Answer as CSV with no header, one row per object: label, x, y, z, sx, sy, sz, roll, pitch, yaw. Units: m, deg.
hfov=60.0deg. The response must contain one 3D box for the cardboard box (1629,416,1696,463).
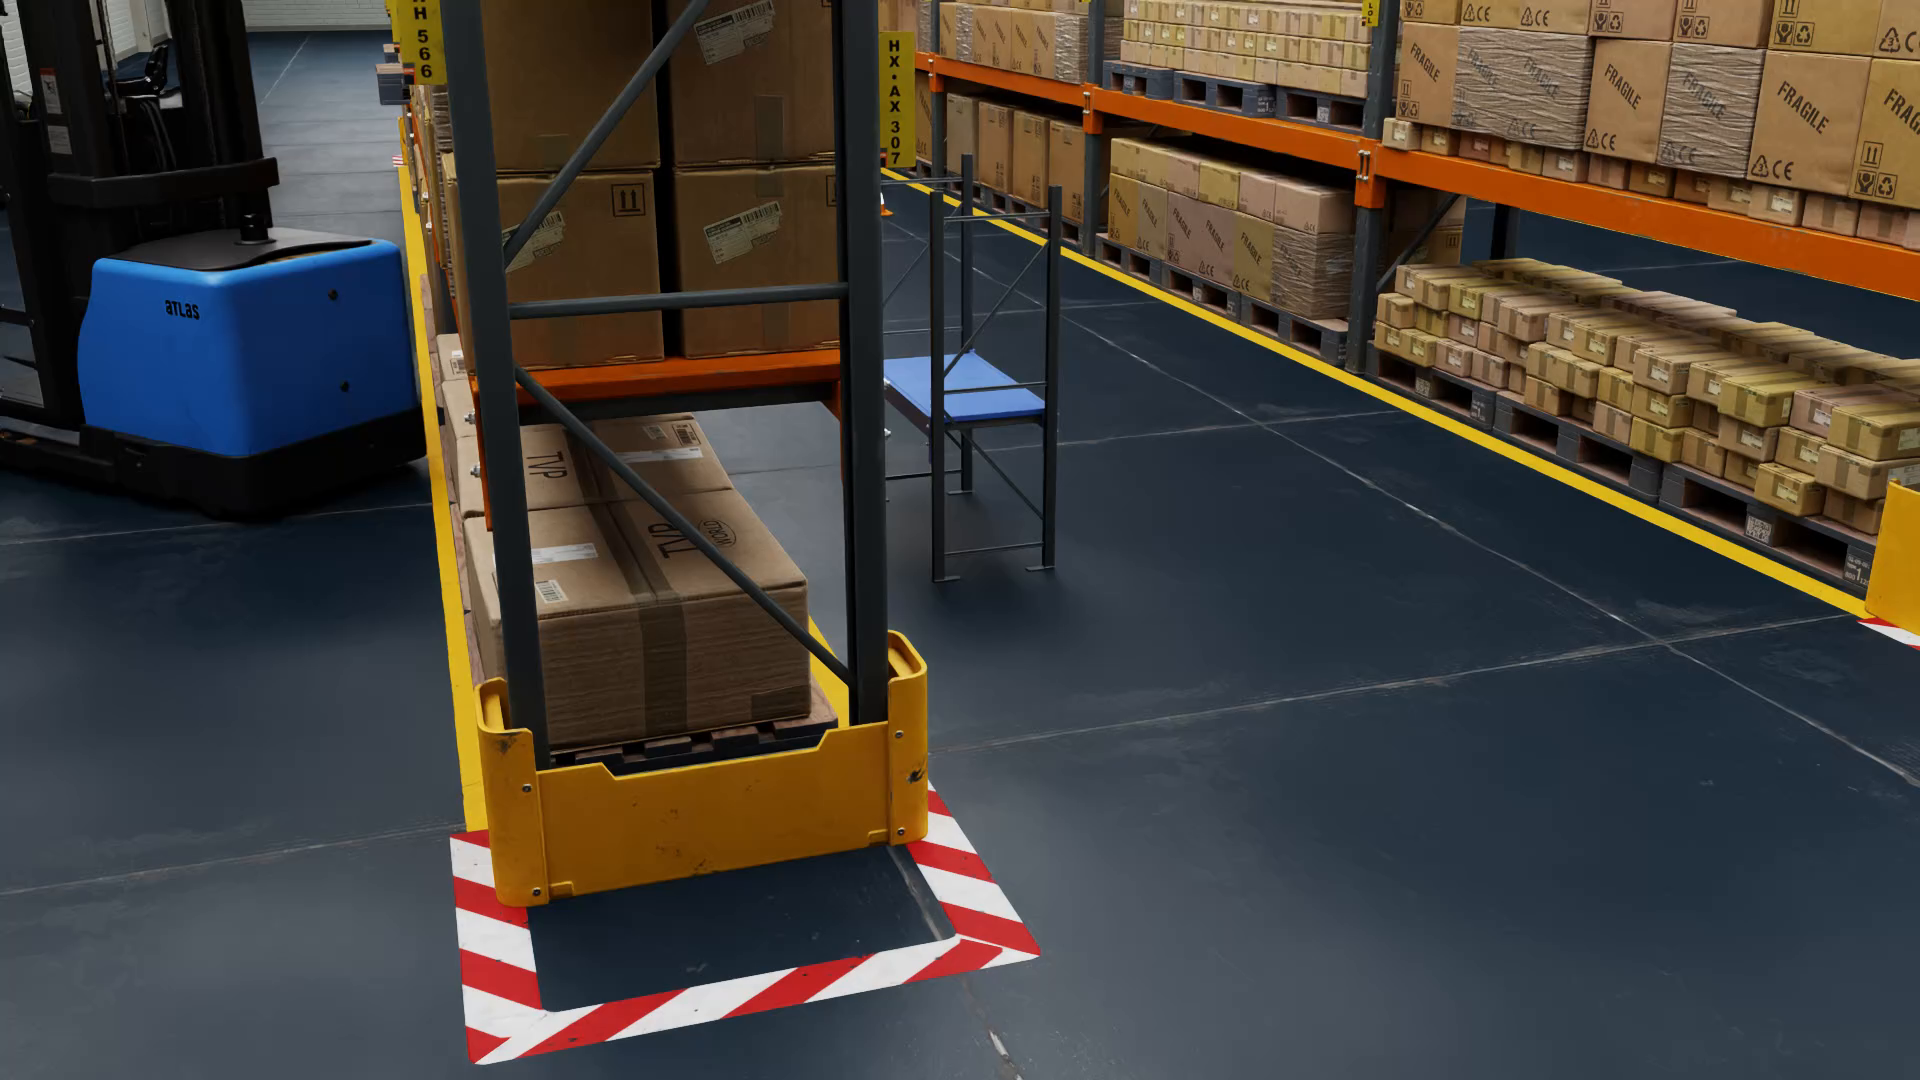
cardboard box,3.208,-0.463,7.365,0.380,0.149,0.250,-7,21,-20

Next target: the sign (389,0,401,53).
sign,-2.457,-2.314,7.325,0.100,0.325,0.005,-6,21,-17

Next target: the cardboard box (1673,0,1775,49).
cardboard box,3.268,-2.248,6.671,0.500,0.500,0.500,-5,20,-14

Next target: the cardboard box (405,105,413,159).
cardboard box,-4.900,-3.852,15.541,0.500,0.500,0.500,-7,21,-18

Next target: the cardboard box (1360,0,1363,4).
cardboard box,4.865,-5.825,18.109,0.875,0.500,0.500,-6,21,-17

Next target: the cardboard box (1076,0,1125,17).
cardboard box,1.333,-4.372,13.023,0.700,0.500,0.500,-7,21,-17

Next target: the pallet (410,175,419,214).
pallet,-4.704,-3.334,15.885,1.003,0.211,1.213,-6,21,-17

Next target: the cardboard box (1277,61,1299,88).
cardboard box,2.172,-2.855,10.178,0.380,0.149,0.250,-7,21,-20

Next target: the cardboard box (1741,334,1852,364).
cardboard box,3.744,-0.813,7.458,0.380,0.149,0.250,-6,20,-15

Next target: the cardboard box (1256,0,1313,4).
cardboard box,2.301,-3.710,11.677,0.380,0.149,0.250,-6,21,-16

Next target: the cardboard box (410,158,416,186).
cardboard box,-4.901,-3.499,15.667,0.500,0.250,0.500,-5,20,-15

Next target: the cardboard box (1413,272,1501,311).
cardboard box,2.664,-1.334,8.909,0.380,0.149,0.250,-5,20,-15

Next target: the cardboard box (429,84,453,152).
cardboard box,-1.258,-1.395,4.736,0.500,0.500,0.500,-6,21,-17

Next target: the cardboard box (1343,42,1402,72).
cardboard box,2.410,-2.751,9.450,0.380,0.149,0.250,-6,21,-16

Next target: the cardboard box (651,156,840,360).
cardboard box,-0.566,-0.815,4.600,0.500,0.500,0.500,-7,21,-18

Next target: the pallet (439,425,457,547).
pallet,-1.780,-0.302,7.446,1.003,0.211,1.213,-6,21,-17

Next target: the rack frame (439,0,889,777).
rack frame,-0.688,-0.583,4.103,1.000,3.000,0.127,-6,21,-17

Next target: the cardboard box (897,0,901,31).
cardboard box,-0.172,-5.540,17.682,0.875,0.550,0.550,-6,21,-17

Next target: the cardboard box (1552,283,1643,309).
cardboard box,3.292,-1.226,8.609,0.380,0.149,0.250,-6,21,-15

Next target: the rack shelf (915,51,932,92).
rack shelf,-0.421,-5.296,18.287,1.077,0.370,4.000,-6,21,-17

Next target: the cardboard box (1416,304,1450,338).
cardboard box,2.697,-1.199,8.974,0.380,0.149,0.250,-6,21,-17

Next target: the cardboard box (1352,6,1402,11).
cardboard box,2.706,-3.294,10.520,0.380,0.149,0.250,-7,21,-18

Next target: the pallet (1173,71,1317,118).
pallet,2.126,-2.988,11.081,1.003,0.211,1.213,-6,21,-17

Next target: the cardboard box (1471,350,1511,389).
cardboard box,2.870,-0.895,8.566,0.380,0.149,0.250,-7,21,-18

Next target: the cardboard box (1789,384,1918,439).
cardboard box,3.548,-0.507,6.608,0.380,0.149,0.250,-6,21,-16

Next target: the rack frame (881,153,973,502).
rack frame,-0.187,-0.896,7.193,0.500,1.500,0.032,-6,21,-17

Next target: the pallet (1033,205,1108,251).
pallet,1.289,-2.658,14.003,1.003,0.211,1.213,-6,21,-17

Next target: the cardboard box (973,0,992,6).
cardboard box,0.533,-5.187,15.292,0.700,0.500,0.500,-7,21,-18

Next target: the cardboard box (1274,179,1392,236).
cardboard box,2.248,-2.012,10.047,0.500,0.250,0.500,-7,21,-19

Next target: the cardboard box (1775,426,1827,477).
cardboard box,3.512,-0.366,6.655,0.380,0.149,0.250,-7,21,-18

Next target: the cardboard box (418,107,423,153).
cardboard box,-2.484,-2.077,8.484,0.500,0.250,0.500,-7,21,-18

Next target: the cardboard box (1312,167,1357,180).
cardboard box,2.571,-2.235,10.670,0.500,0.250,0.500,-6,21,-16

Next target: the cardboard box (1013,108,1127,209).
cardboard box,1.081,-3.333,14.465,1.050,0.750,0.750,-6,21,-16

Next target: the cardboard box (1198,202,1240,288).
cardboard box,1.933,-1.987,11.088,0.500,0.500,0.500,-7,21,-18

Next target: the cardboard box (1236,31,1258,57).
cardboard box,1.992,-3.174,10.626,0.380,0.149,0.250,-6,21,-17

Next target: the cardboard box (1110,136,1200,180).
cardboard box,1.452,-2.836,12.342,0.500,0.250,0.500,-7,21,-20

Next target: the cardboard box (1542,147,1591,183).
cardboard box,2.961,-1.764,7.762,0.380,0.149,0.250,-5,20,-15

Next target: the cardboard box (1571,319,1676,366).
cardboard box,3.101,-0.924,7.769,0.380,0.149,0.250,-6,21,-17

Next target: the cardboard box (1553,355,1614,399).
cardboard box,3.027,-0.778,7.800,0.380,0.149,0.250,-6,21,-17

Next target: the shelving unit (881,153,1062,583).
shelving unit,-0.027,-0.733,6.739,0.538,1.500,1.048,-6,21,-17

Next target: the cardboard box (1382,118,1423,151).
cardboard box,2.501,-2.181,8.924,0.380,0.149,0.250,-6,21,-15

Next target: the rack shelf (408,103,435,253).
rack shelf,-2.574,-2.170,9.585,1.077,0.370,4.000,-6,21,-17

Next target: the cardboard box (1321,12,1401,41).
cardboard box,2.326,-2.979,9.643,0.380,0.149,0.250,-7,21,-19

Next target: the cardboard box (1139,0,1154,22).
cardboard box,1.513,-3.814,11.967,0.380,0.149,0.250,-7,21,-19

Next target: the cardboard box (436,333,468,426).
cardboard box,-1.850,-0.646,7.446,0.875,0.438,0.875,-7,21,-18

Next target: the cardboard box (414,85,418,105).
cardboard box,-2.647,-2.473,8.845,0.500,0.250,0.500,-6,21,-16

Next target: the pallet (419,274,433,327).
pallet,-3.026,-1.577,10.995,1.003,0.211,1.213,-6,21,-17

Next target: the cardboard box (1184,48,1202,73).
cardboard box,1.756,-3.279,11.359,0.380,0.149,0.250,-6,21,-15

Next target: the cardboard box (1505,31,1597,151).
cardboard box,2.925,-2.103,7.747,0.500,0.500,0.500,-7,21,-18

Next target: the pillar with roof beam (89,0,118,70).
pillar with roof beam,-12.635,-13.927,32.379,9.100,9.000,0.400,-6,21,-17

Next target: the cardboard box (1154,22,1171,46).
cardboard box,1.601,-3.580,11.756,0.380,0.149,0.250,-7,21,-19

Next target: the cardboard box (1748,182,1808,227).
cardboard box,3.371,-1.340,6.582,0.380,0.149,0.250,-6,21,-16

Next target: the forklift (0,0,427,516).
forklift,-4.037,-1.831,7.679,3.031,2.935,1.130,11,23,29

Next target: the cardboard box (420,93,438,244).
cardboard box,-1.742,-1.413,6.266,0.500,0.500,0.500,-6,21,-17

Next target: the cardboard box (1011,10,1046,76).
cardboard box,0.756,-4.193,14.004,0.500,0.500,0.500,-7,21,-18

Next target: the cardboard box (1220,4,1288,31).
cardboard box,1.916,-3.397,10.808,0.380,0.149,0.250,-7,21,-18

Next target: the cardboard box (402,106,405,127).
cardboard box,-5.718,-4.679,17.842,0.500,0.500,0.500,-7,21,-19
